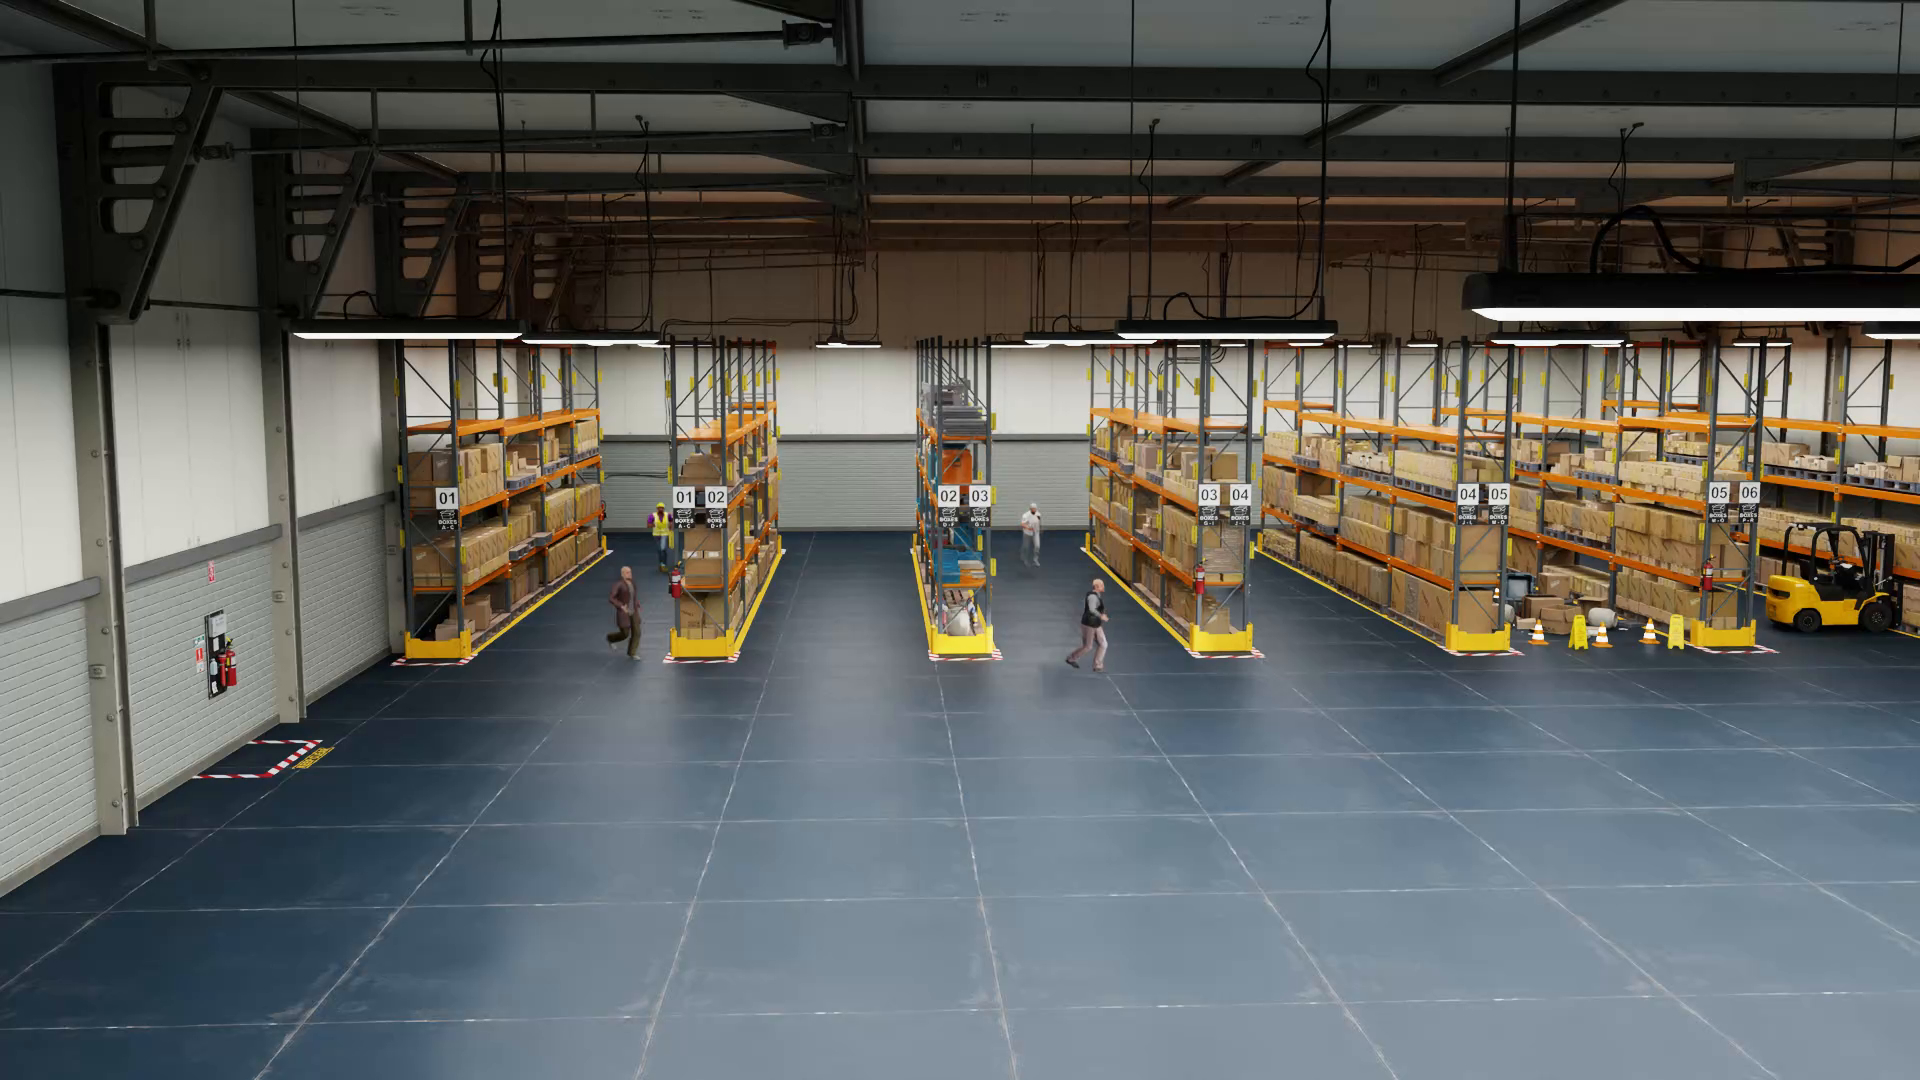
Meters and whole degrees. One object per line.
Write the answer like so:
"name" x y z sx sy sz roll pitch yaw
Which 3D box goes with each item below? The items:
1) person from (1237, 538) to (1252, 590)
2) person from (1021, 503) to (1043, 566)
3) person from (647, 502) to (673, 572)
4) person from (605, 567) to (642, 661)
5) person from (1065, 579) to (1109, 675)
"person" 6.685 0.418 39.781 0.627 1.600 0.581 1 7 10
"person" 1.804 -0.130 42.556 0.595 1.672 0.871 -2 7 -16
"person" -7.846 -0.073 43.454 0.651 1.835 0.773 0 7 -4
"person" -6.252 1.358 30.954 0.885 1.747 0.716 5 8 39
"person" 2.249 1.539 29.516 0.815 1.704 0.617 2 7 20
